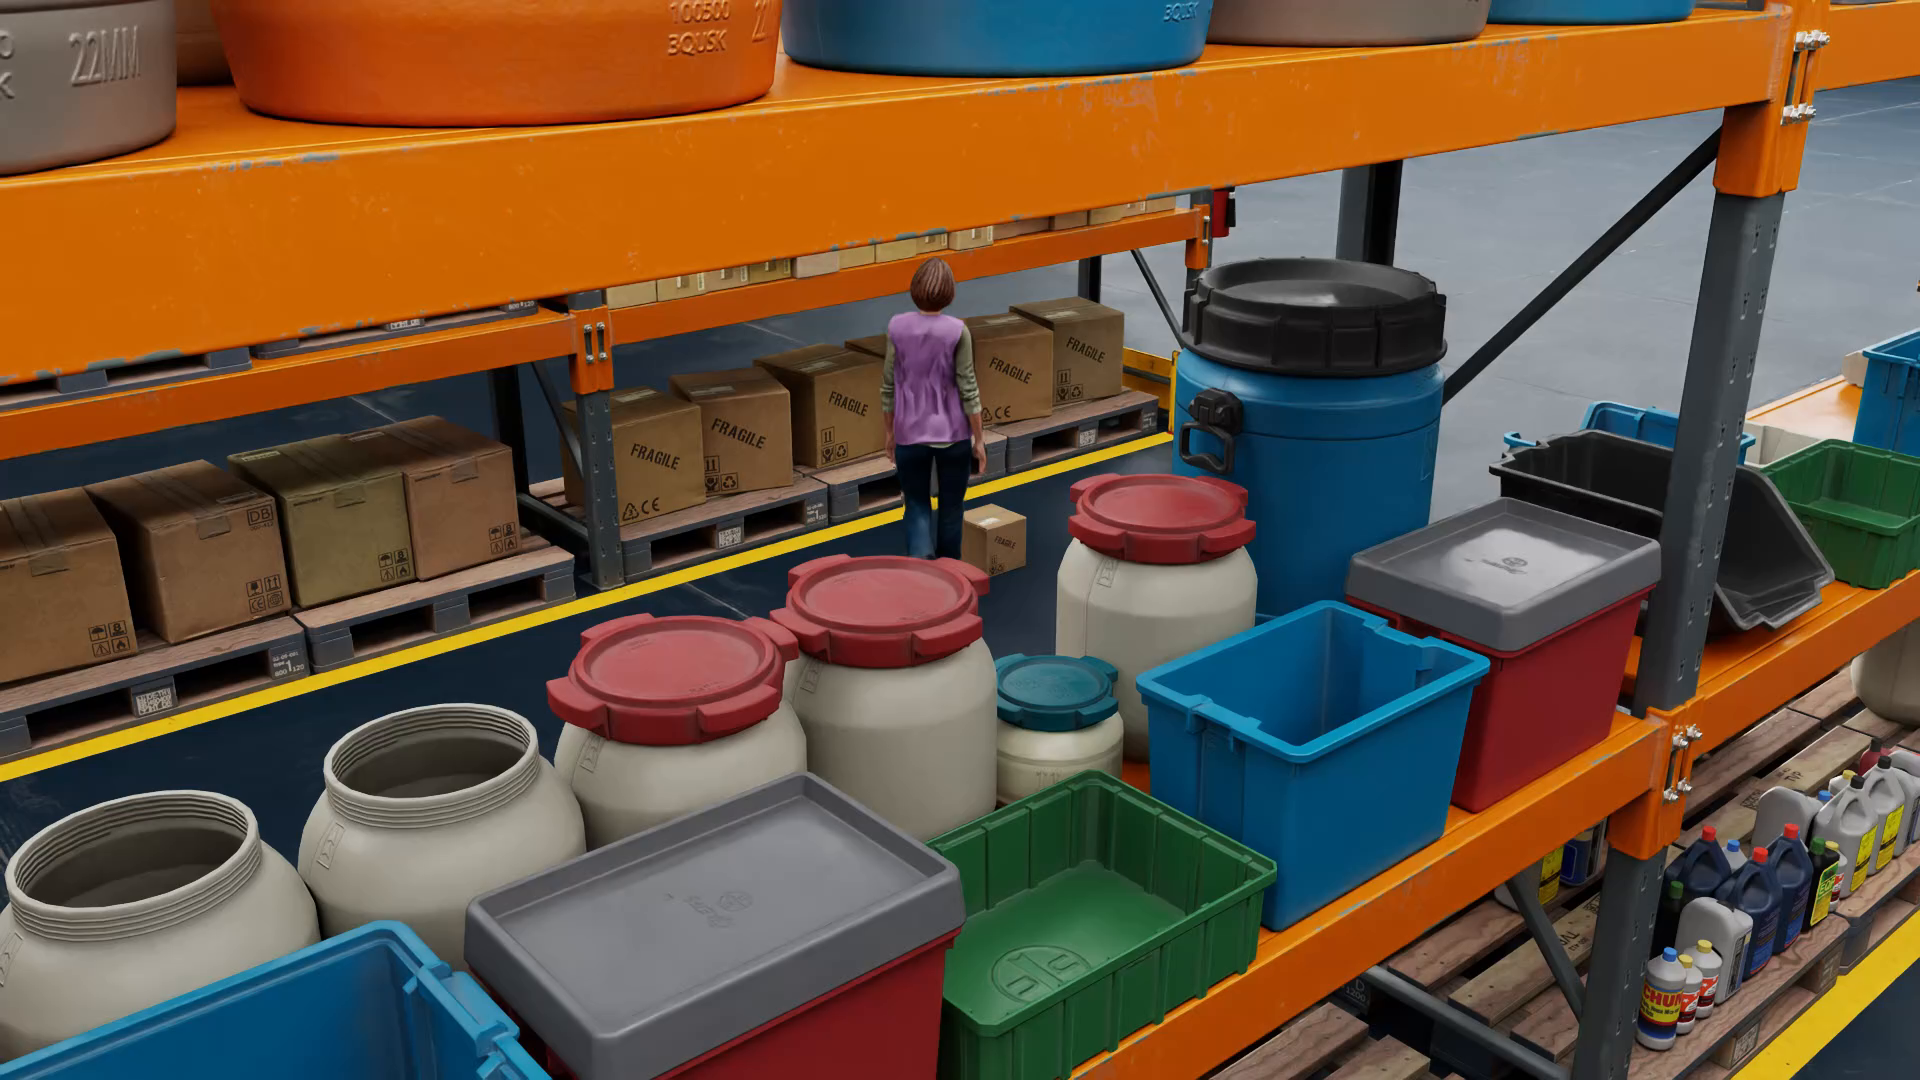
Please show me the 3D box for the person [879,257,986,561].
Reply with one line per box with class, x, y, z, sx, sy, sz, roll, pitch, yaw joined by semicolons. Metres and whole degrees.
person;-0.119;-0.431;7.179;0.469;1.576;0.681;3;21;7
